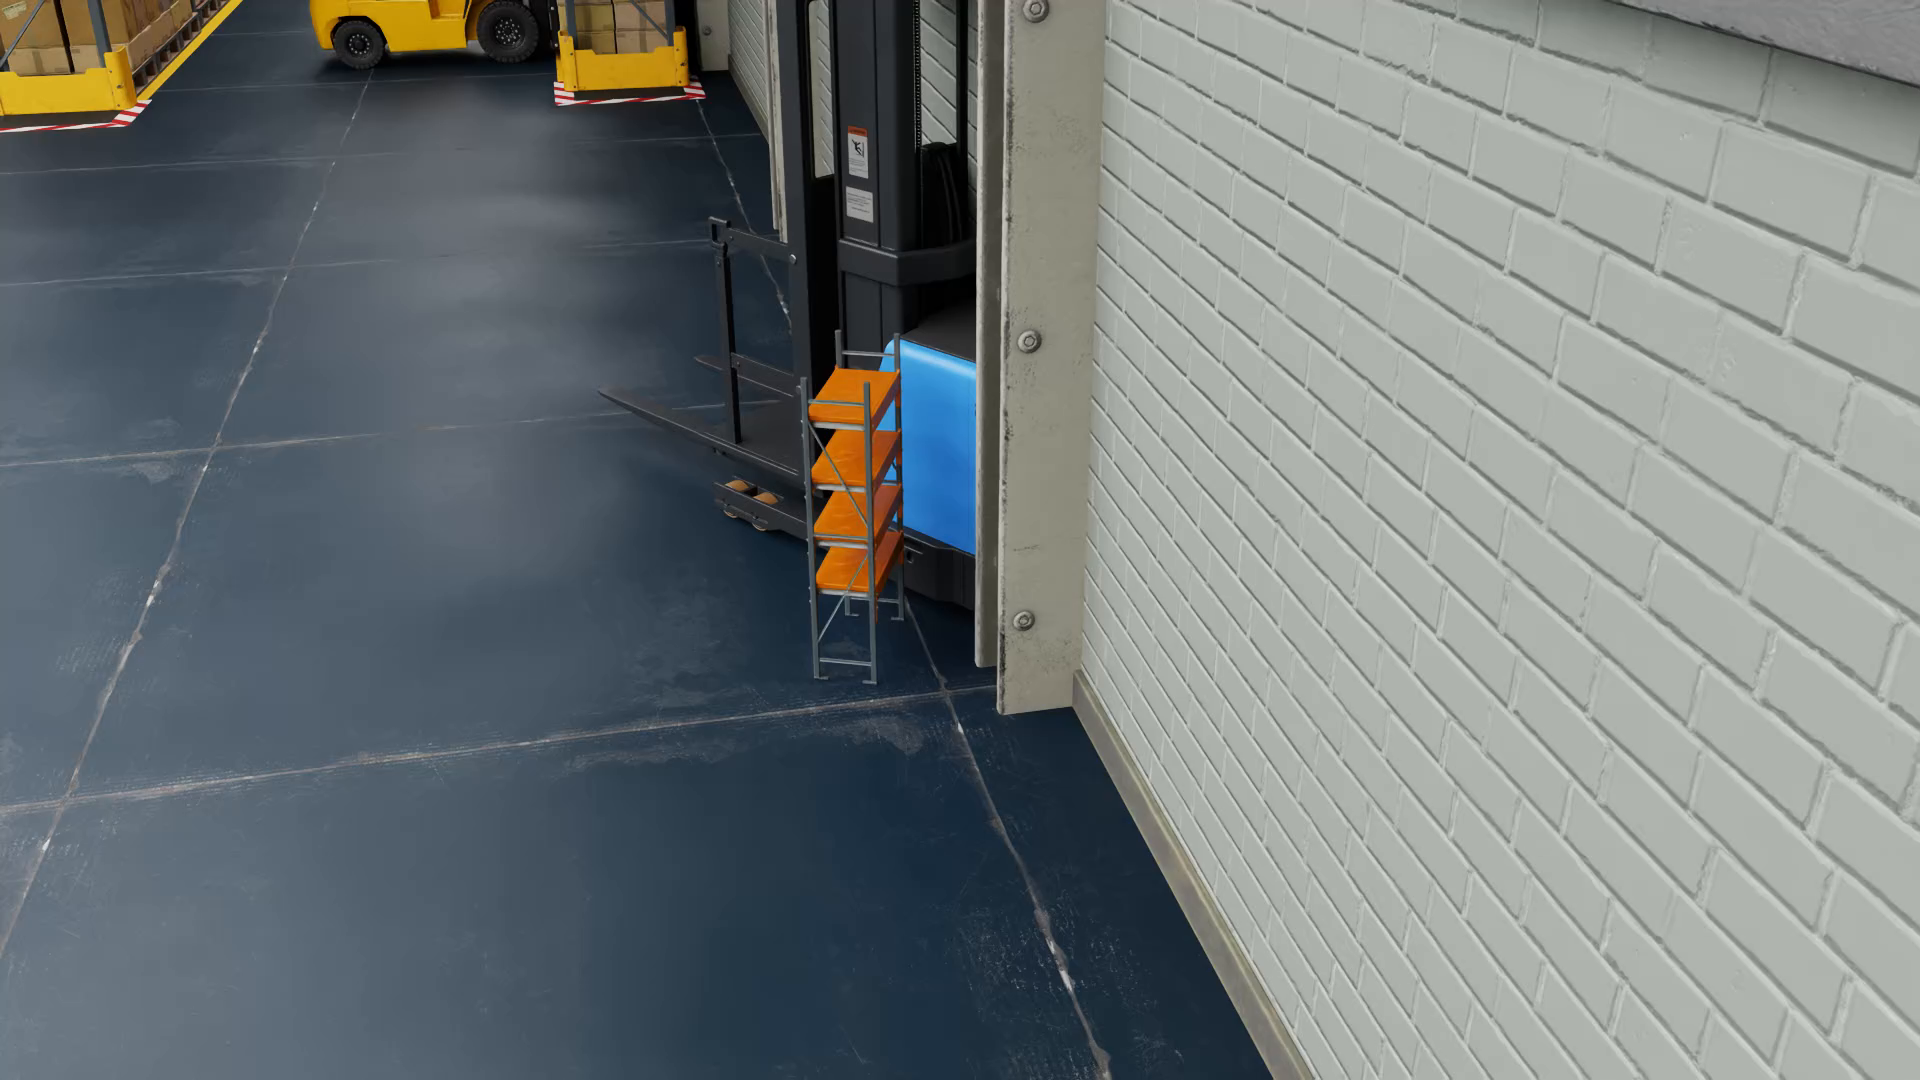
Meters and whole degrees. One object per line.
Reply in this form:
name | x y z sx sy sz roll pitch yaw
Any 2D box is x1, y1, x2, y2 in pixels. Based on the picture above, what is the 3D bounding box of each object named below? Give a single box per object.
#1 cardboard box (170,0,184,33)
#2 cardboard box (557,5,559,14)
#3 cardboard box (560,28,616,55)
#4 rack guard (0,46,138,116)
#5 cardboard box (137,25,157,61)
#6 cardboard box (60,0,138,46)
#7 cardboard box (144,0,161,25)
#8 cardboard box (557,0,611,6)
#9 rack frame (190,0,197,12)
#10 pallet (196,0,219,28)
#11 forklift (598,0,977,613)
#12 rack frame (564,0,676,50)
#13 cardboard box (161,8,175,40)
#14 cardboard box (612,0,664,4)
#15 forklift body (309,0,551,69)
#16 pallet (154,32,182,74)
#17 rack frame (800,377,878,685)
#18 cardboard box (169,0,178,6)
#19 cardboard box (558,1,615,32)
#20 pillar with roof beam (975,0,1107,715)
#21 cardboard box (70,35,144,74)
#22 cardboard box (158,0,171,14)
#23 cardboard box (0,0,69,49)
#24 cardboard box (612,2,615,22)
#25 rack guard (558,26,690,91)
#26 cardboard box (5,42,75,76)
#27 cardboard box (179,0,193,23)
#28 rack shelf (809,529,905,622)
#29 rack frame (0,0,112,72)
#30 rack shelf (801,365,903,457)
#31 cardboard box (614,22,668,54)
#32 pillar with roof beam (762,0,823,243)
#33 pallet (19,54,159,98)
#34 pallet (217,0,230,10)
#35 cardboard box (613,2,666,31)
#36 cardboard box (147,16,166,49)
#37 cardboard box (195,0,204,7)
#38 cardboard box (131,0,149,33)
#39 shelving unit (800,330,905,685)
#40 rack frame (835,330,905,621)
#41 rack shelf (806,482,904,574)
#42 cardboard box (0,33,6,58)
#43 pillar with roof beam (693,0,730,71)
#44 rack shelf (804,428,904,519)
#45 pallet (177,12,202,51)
cardboard box | -8.387 -5.426 17.257 0.500 0.250 0.500 -7 28 -13
cardboard box | -3.829 -5.492 16.832 0.500 0.250 0.500 -7 28 -13
cardboard box | -3.589 -4.815 16.046 0.500 0.250 0.500 -6 27 -11
rack guard | -8.028 -4.093 14.804 1.175 0.500 0.348 -6 27 -12
cardboard box | -8.031 -4.742 15.902 0.500 0.250 0.500 -5 27 -10
cardboard box | -7.929 -4.863 15.308 0.500 0.500 0.500 -7 28 -13
cardboard box | -8.156 -5.313 16.200 0.500 0.500 0.500 -5 27 -11
cardboard box | -3.583 -5.258 15.814 0.500 0.250 0.500 -5 27 -10
rack frame | -8.912 -6.931 17.654 1.000 3.000 0.127 -6 27 -12
pallet | -9.089 -6.028 18.959 1.003 0.211 1.213 -6 27 -12
forklift | -0.460 -1.501 6.971 3.031 2.935 1.130 23 35 37
rack frame | -3.176 -5.681 15.176 1.000 3.000 0.127 -6 27 -12
cardboard box | -8.277 -5.203 16.814 0.500 0.250 0.500 -6 27 -11
cardboard box | -3.099 -5.318 15.932 0.500 0.250 0.500 -6 27 -12
forklift body | -5.380 -5.949 16.650 2.313 2.155 1.214 -6 27 -12
pallet | -8.448 -4.859 16.642 1.003 0.211 1.213 -6 27 -12
rack frame | -0.426 -0.009 5.937 0.240 1.200 0.015 5 27 9
cardboard box | -8.401 -5.770 17.107 0.500 0.500 0.500 -5 27 -11
cardboard box | -3.590 -5.046 15.949 0.500 0.250 0.500 -6 27 -12
pillar with roof beam | -3.944 -3.051 3.308 9.100 9.000 0.400 -6 27 -12
cardboard box | -7.923 -4.517 15.457 0.500 0.250 0.500 -6 27 -12
cardboard box | -8.285 -5.547 16.663 0.500 0.500 0.500 -5 27 -9
cardboard box | -8.445 -4.795 15.175 0.500 0.500 0.500 -6 27 -11
cardboard box | -3.203 -5.311 16.474 0.500 0.250 0.500 -6 27 -12
rack guard | -3.170 -4.555 15.719 1.175 0.500 0.348 -6 27 -12
cardboard box | -8.460 -4.473 15.369 0.500 0.250 0.500 -6 27 -12
cardboard box | -8.517 -5.659 17.718 0.500 0.250 0.500 -5 27 -9
rack shelf | -0.382 0.120 6.271 0.258 0.148 0.480 5 27 9
rack frame | -8.011 -5.175 14.175 1.000 3.000 0.127 -6 27 -12
rack shelf | -0.382 -0.468 5.975 0.258 0.148 0.480 5 27 9
cardboard box | -3.096 -4.876 16.168 0.500 0.250 0.500 -6 27 -11
pillar with roof beam | -5.296 -5.685 8.527 9.100 9.000 0.400 -6 27 -12
pallet | -8.176 -4.324 15.583 1.003 0.211 1.213 -6 27 -12
pallet | -9.367 -6.565 20.022 1.003 0.211 1.213 -6 27 -12
cardboard box | -3.079 -5.092 16.039 0.500 0.250 0.500 -5 27 -11
cardboard box | -8.166 -4.981 16.374 0.500 0.250 0.500 -4 27 -8
cardboard box | -9.033 -6.176 18.607 0.950 0.372 0.625 -6 27 -11
cardboard box | -8.051 -5.092 15.762 0.500 0.500 0.500 -7 28 -14
shelving unit | -0.382 -0.118 6.152 0.258 1.200 0.503 5 27 9
rack frame | -0.339 -0.226 6.366 0.240 1.200 0.015 5 27 9
rack shelf | -0.382 -0.058 6.182 0.258 0.148 0.480 5 27 9
cardboard box | -9.996 -5.208 17.011 0.500 0.500 0.500 13 30 24
pillar with roof beam | -6.649 -8.319 13.745 9.100 9.000 0.400 -6 27 -12
rack shelf | -0.382 -0.257 6.081 0.258 0.148 0.480 5 27 9
pallet | -8.726 -5.395 17.705 1.003 0.211 1.213 -6 27 -12
